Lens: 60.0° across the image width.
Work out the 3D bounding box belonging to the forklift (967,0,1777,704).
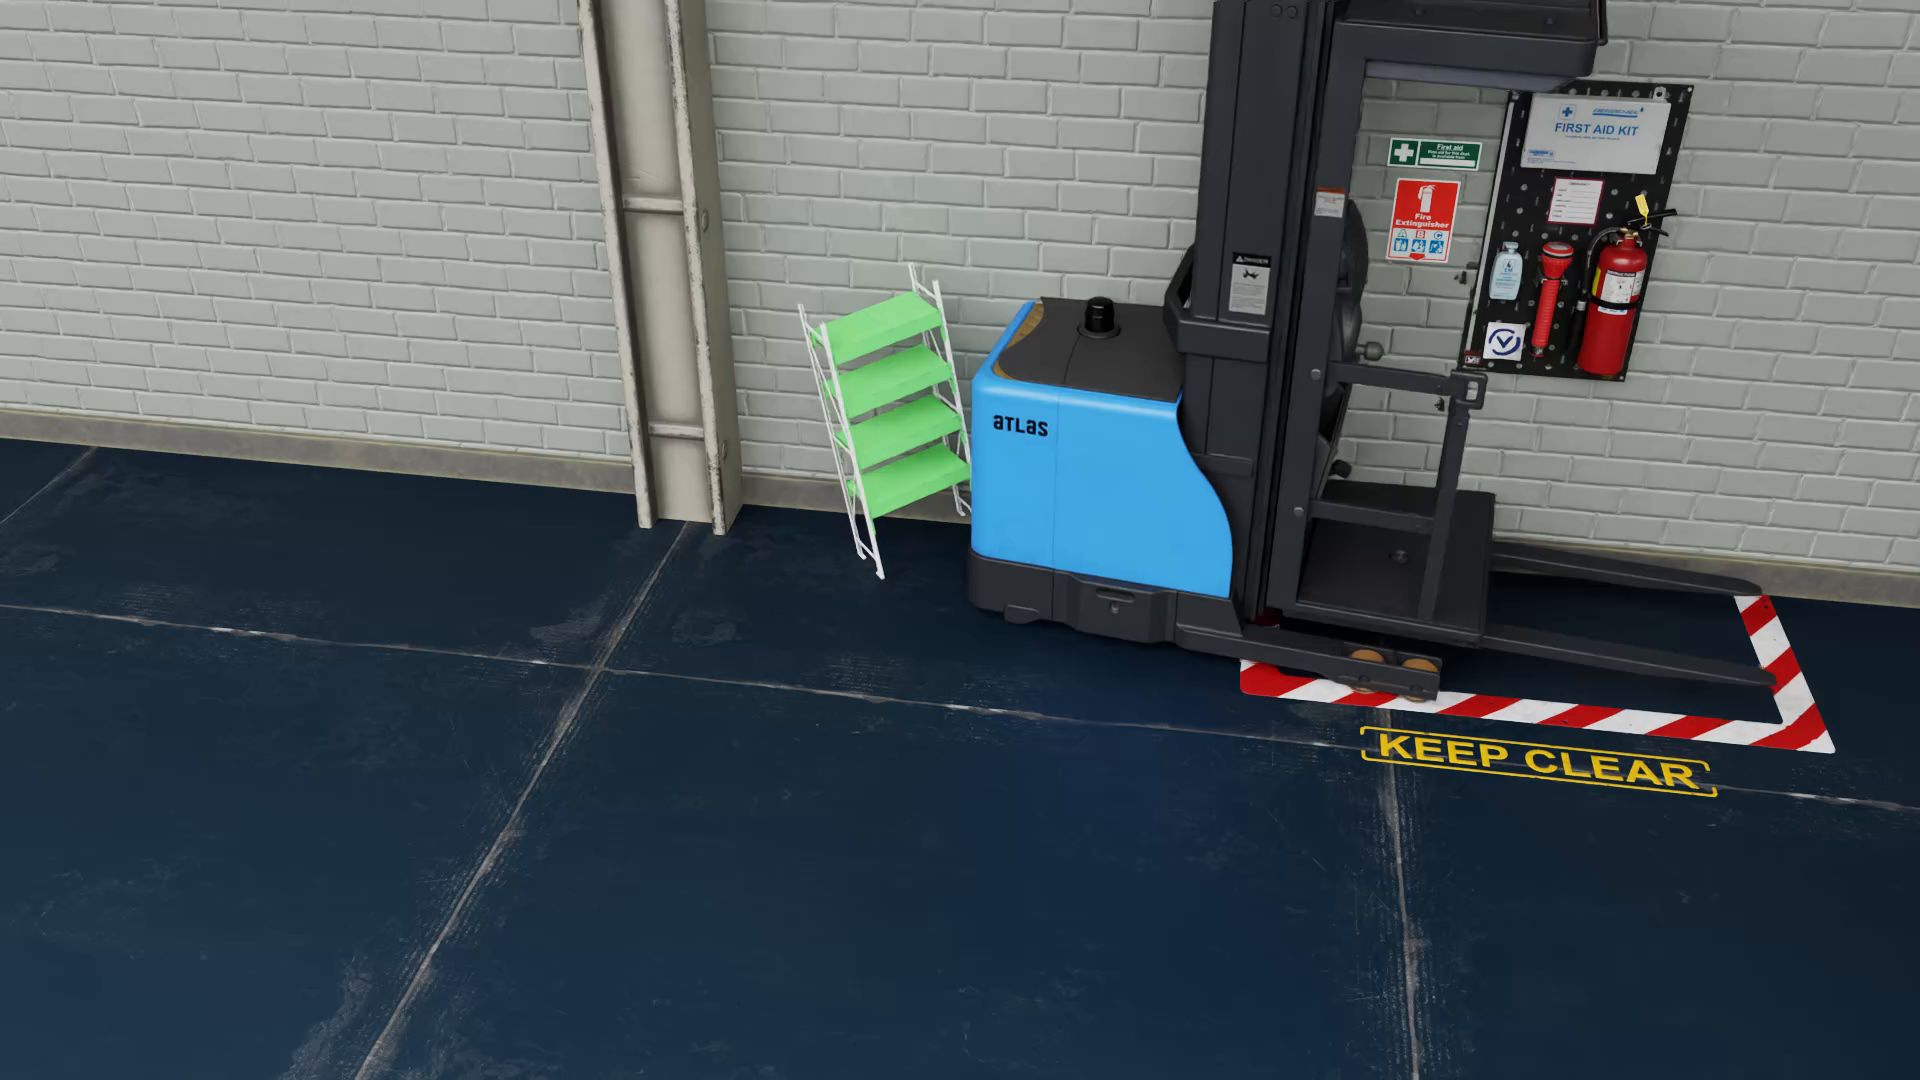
[{"bbox_3d":[1.605,-0.943,5.994,3.031,2.935,1.130,10,33,15],"label":"forklift"}]

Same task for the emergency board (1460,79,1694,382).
[{"bbox_3d":[2.288,-1.096,6.174,0.643,1.169,0.194,5,32,8],"label":"emergency board"}]

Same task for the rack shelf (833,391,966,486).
[{"bbox_3d":[-0.251,-0.421,6.837,0.480,0.148,0.258,-24,36,-18],"label":"rack shelf"}]

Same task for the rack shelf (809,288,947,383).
[{"bbox_3d":[-0.330,-0.812,6.570,0.480,0.148,0.258,-24,36,-18],"label":"rack shelf"}]

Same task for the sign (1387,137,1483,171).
[{"bbox_3d":[1.764,-1.434,6.181,0.331,0.109,0.001,5,32,8],"label":"sign"}]

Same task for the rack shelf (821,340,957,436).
[{"bbox_3d":[-0.291,-0.616,6.704,0.480,0.148,0.258,-24,36,-18],"label":"rack shelf"}]

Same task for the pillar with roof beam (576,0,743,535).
[{"bbox_3d":[-1.921,-1.683,1.457,0.400,9.000,9.100,5,32,8],"label":"pillar with roof beam"}]

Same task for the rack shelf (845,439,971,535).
[{"bbox_3d":[-0.212,-0.225,6.971,0.480,0.148,0.258,-24,36,-18],"label":"rack shelf"}]

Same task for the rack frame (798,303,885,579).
[{"bbox_3d":[-0.475,-0.380,6.728,0.015,1.200,0.240,-24,36,-18],"label":"rack frame"}]

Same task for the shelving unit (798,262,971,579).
[{"bbox_3d":[-0.262,-0.473,6.802,0.503,1.200,0.258,-24,36,-18],"label":"shelving unit"}]

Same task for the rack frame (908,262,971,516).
[{"bbox_3d":[-0.049,-0.566,6.875,0.015,1.200,0.240,-24,36,-18],"label":"rack frame"}]

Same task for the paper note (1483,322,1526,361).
[{"bbox_3d":[2.125,-0.775,6.491,0.142,0.148,0.016,5,32,8],"label":"paper note"}]

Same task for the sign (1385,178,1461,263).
[{"bbox_3d":[1.761,-1.215,6.330,0.234,0.329,0.001,5,32,8],"label":"sign"}]
